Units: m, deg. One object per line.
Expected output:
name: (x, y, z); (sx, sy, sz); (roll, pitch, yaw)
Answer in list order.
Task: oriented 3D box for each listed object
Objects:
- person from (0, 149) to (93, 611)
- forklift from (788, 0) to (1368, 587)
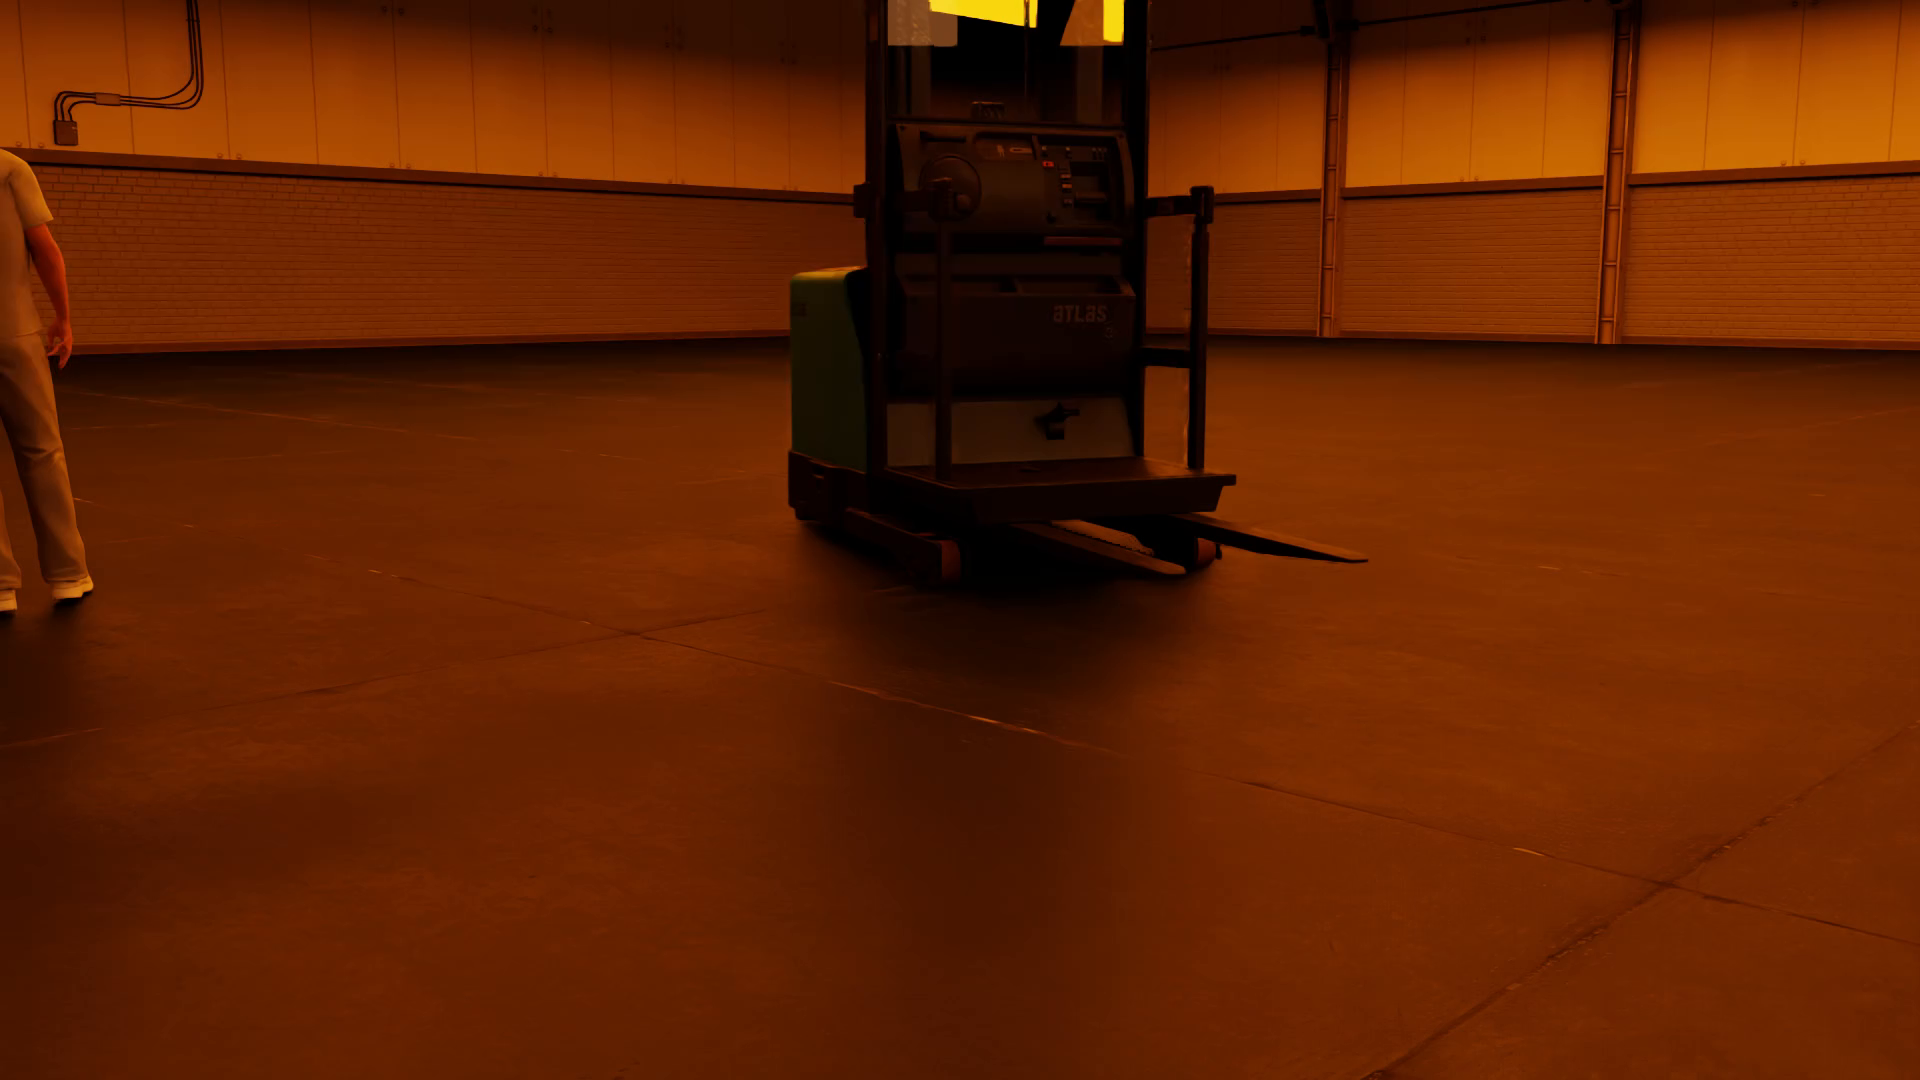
person: (-3.034, -0.606, 5.141); (0.547, 1.652, 0.528); (-5, 10, -31)
forklift: (0.294, -1.360, 5.905); (1.130, 2.935, 3.031); (-4, 9, -23)
